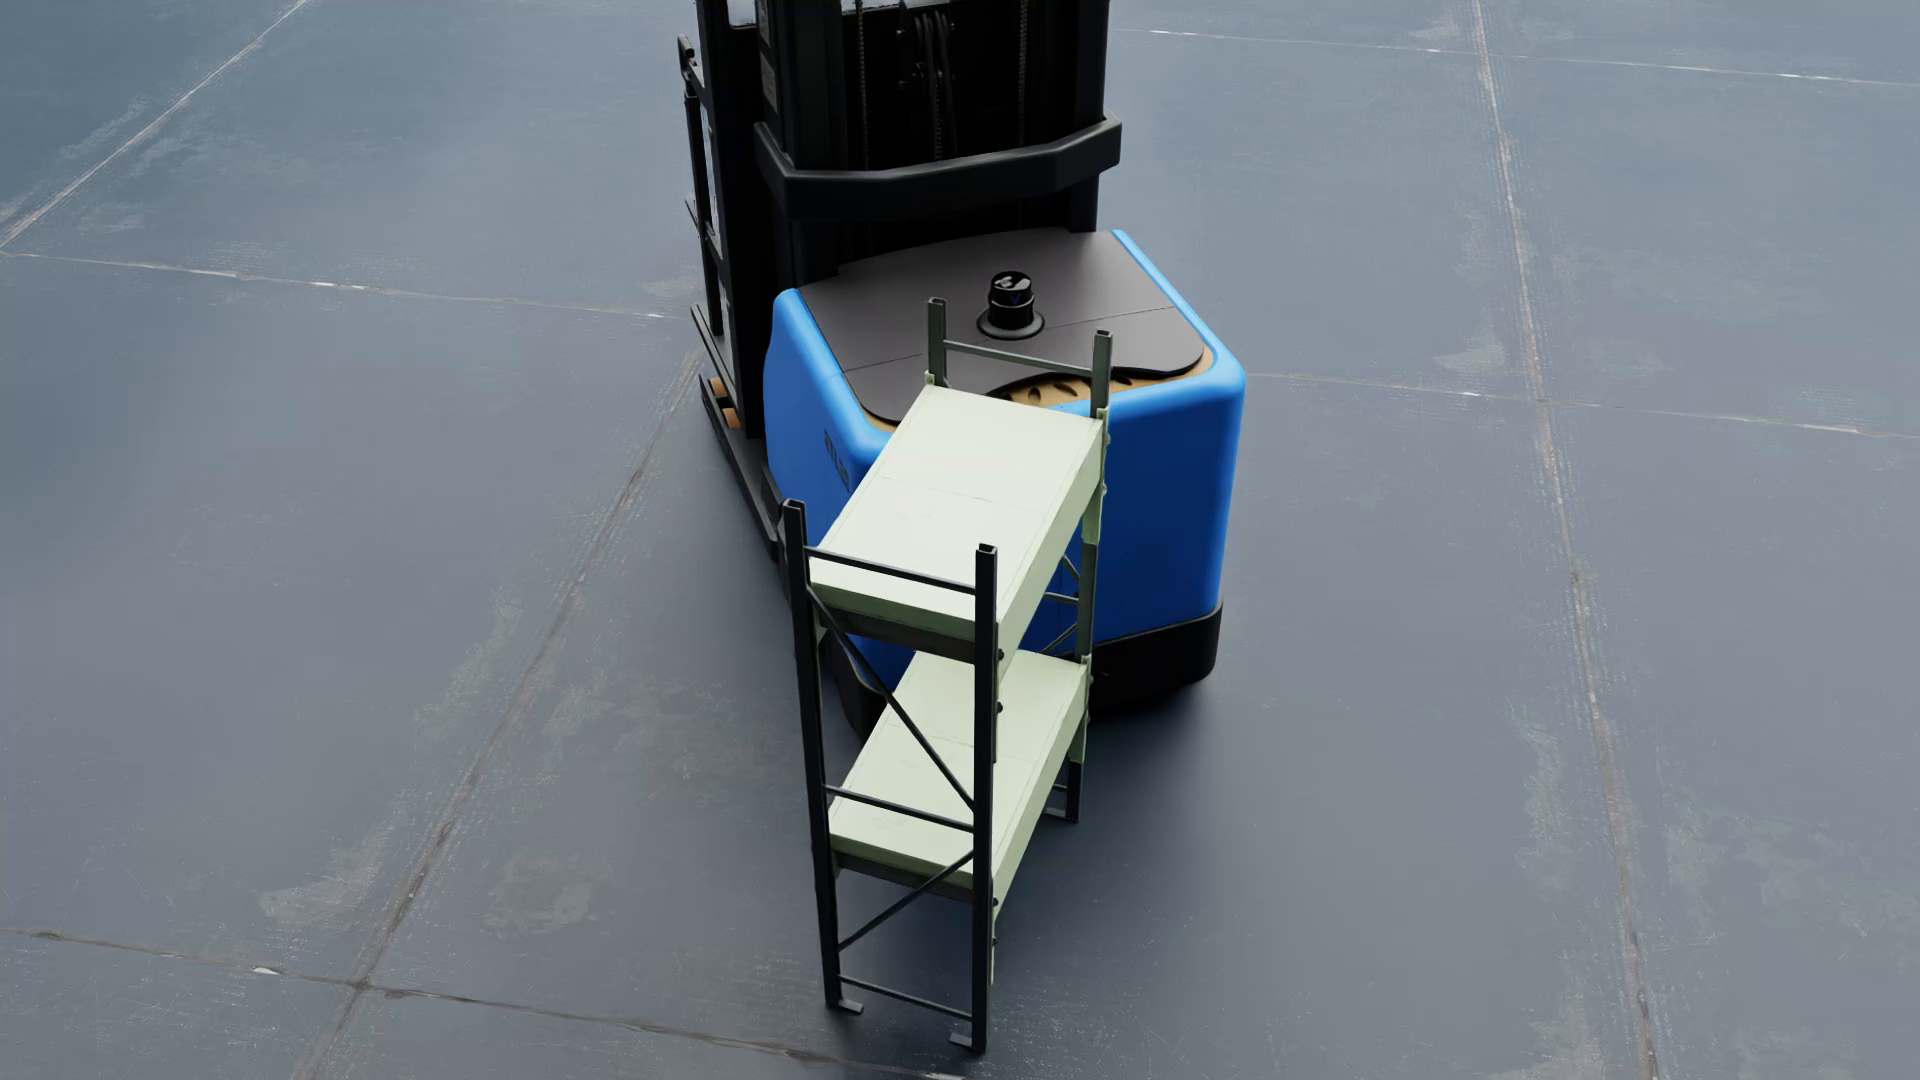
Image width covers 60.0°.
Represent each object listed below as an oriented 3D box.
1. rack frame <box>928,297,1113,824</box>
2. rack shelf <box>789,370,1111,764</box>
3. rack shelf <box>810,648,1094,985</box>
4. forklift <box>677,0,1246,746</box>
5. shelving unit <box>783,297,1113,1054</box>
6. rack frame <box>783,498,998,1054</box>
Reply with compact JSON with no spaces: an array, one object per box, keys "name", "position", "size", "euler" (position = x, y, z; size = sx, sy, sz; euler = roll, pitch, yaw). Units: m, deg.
[{"name":"rack frame","position":[0.123,0.114,3.935],"size":[0.400,1.500,0.023],"euler":[13,41,15]},{"name":"rack shelf","position":[-0.001,0.033,3.421],"size":[0.431,0.370,0.720],"euler":[13,41,15]},{"name":"rack shelf","position":[-0.001,0.585,3.878],"size":[0.431,0.370,0.720],"euler":[13,41,15]},{"name":"forklift","position":[-0.251,-1.492,4.755],"size":[1.130,2.935,3.031],"euler":[-13,41,-15]},{"name":"shelving unit","position":[-0.001,0.333,3.670],"size":[0.431,1.500,0.755],"euler":[13,41,15]},{"name":"rack frame","position":[-0.126,0.553,3.405],"size":[0.400,1.500,0.023],"euler":[13,41,15]}]
